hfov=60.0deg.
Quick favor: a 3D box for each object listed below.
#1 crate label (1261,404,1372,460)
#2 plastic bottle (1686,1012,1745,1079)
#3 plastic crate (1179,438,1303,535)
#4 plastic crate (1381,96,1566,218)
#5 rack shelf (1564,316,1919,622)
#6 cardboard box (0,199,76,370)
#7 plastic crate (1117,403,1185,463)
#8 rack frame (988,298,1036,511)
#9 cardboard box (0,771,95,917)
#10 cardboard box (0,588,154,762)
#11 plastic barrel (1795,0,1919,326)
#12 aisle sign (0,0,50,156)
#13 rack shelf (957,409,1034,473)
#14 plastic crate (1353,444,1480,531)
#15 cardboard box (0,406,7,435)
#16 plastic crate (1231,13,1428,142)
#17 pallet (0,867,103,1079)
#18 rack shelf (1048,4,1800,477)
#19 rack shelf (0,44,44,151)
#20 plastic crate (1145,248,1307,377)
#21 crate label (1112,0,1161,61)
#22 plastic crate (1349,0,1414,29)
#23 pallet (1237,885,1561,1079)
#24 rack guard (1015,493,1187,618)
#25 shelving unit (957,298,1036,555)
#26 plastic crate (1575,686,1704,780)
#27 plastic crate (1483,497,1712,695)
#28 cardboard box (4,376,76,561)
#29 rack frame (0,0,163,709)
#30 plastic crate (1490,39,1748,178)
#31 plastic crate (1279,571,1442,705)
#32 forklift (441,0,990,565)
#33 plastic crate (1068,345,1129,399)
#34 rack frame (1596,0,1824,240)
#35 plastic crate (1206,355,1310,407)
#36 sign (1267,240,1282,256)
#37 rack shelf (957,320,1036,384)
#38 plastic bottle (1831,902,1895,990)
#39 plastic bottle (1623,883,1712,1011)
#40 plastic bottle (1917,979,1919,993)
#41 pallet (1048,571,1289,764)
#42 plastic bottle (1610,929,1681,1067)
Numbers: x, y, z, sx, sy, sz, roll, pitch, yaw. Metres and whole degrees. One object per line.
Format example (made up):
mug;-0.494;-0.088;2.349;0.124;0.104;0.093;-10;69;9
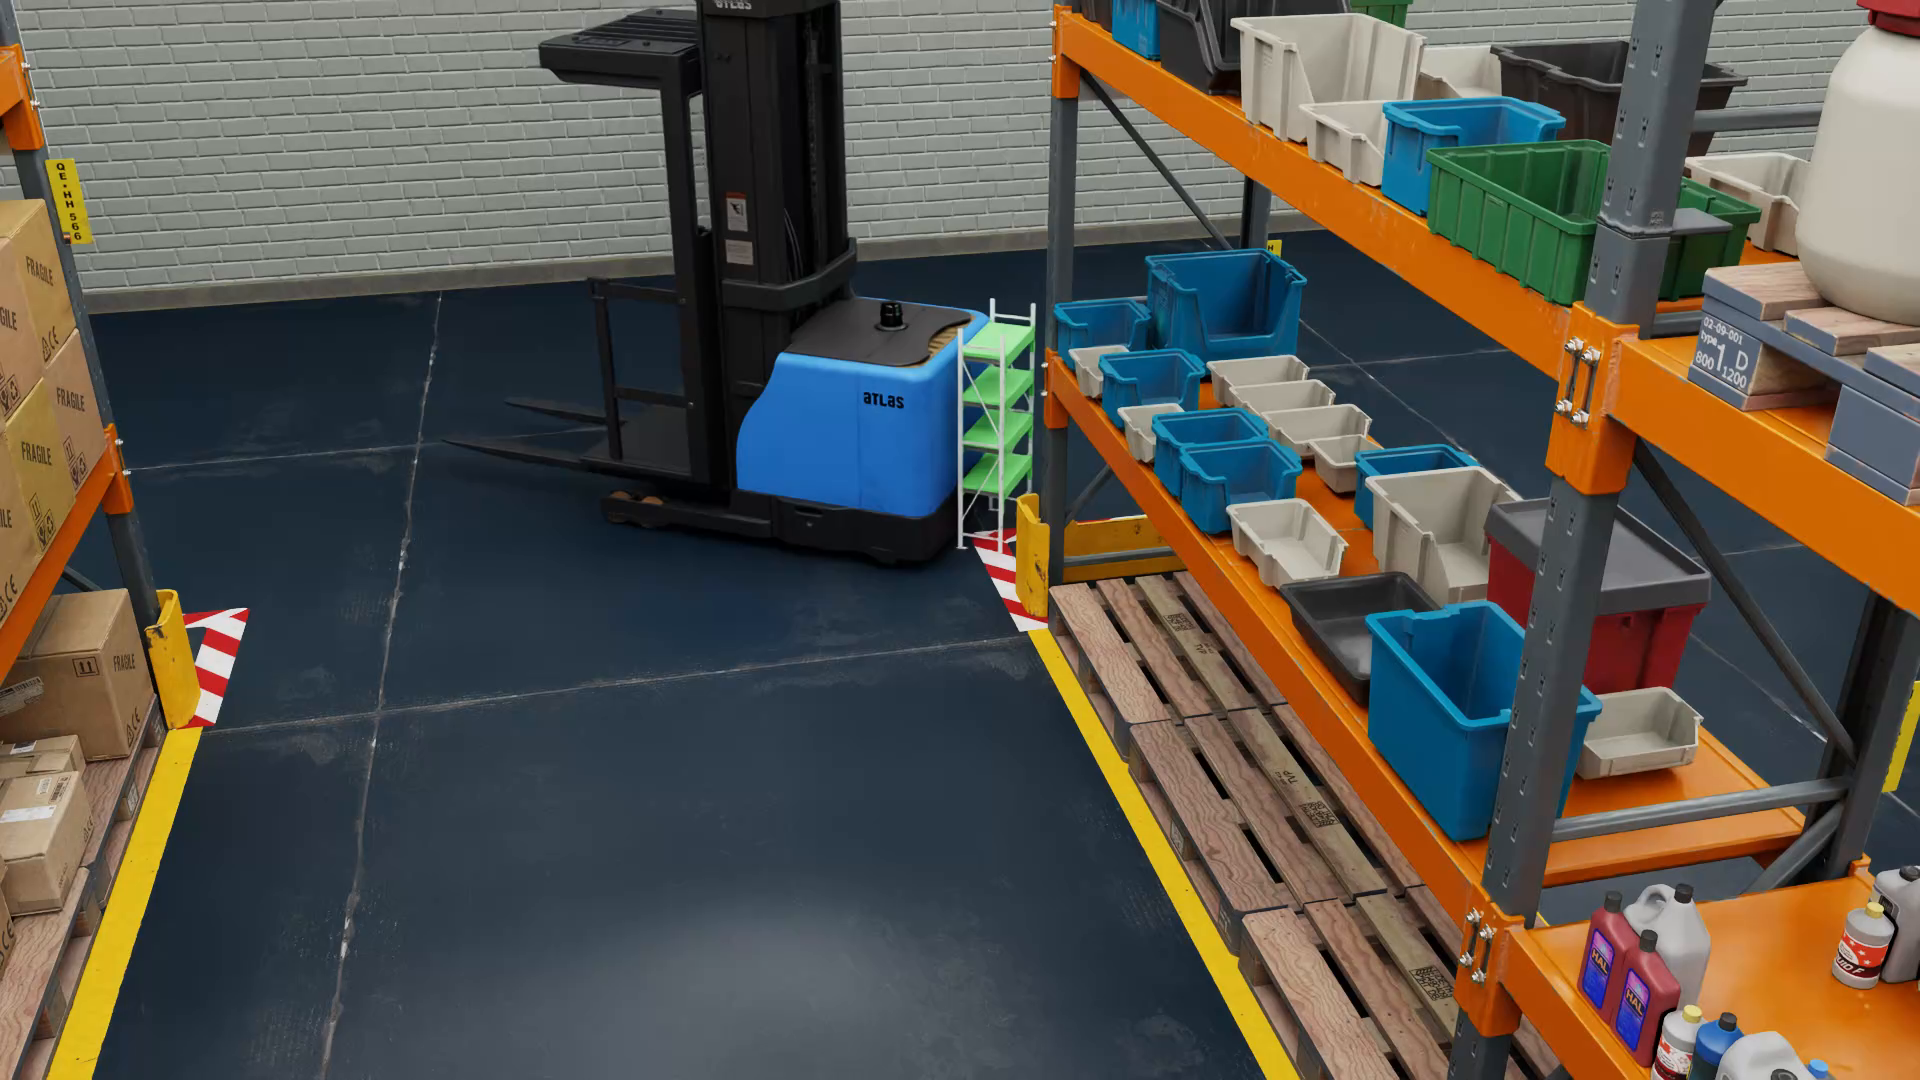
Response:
crate label;1.386;-0.405;6.449;0.396;0.136;0.243;-6;27;-12
plastic bottle;1.552;1.084;3.416;0.097;0.271;0.097;0;27;0
plastic crate;0.987;-0.184;5.906;0.416;0.233;0.300;-6;27;-12
plastic crate;1.273;-0.960;4.179;0.416;0.233;0.300;-6;27;-12
rack shelf;2.240;0.532;1.836;1.077;0.370;4.000;-6;27;-12
cardboard box;-3.571;-0.906;5.996;0.500;0.500;0.500;-6;27;-12
plastic crate;0.767;-0.404;6.448;0.250;0.136;0.298;-6;27;-12
rack frame;0.270;-0.684;8.775;0.240;1.200;0.015;9;28;18
cardboard box;-3.392;1.082;5.840;0.500;0.250;0.500;-6;27;-12
cardboard box;-3.576;0.551;6.616;0.500;0.500;0.500;-6;27;-12
plastic barrel;1.664;-0.659;2.780;0.433;0.535;0.433;0;27;0
aisle sign;-3.656;-1.804;6.111;0.394;0.787;0.004;-6;27;-12
rack shelf;0.188;-0.524;8.598;0.258;0.148;0.480;9;28;18
plastic crate;1.600;-0.160;5.858;0.416;0.233;0.300;-6;27;-12
cardboard box;-3.335;-0.457;5.106;0.500;0.500;0.500;-5;27;-10
plastic crate;1.087;-1.366;4.930;0.437;0.282;0.530;-6;27;-12
pallet;-3.470;1.580;5.385;1.003;0.211;1.213;-6;27;-12
rack shelf;1.339;-1.224;5.315;1.077;0.370;4.000;-6;27;-12
rack shelf;-3.488;-0.723;4.322;1.077;0.370;4.000;-6;27;-12
plastic crate;1.145;-0.998;7.293;0.616;0.435;0.499;-6;27;-12
crate label;0.781;-1.919;6.059;0.408;0.251;0.502;-6;27;-12
plastic crate;1.388;-1.924;6.140;0.450;0.188;0.336;-6;27;-12
pallet;1.586;1.598;5.350;1.003;0.211;1.213;-6;27;-12
rack guard;0.870;0.023;8.150;1.175;0.500;0.348;-6;27;-12
shelving unit;0.188;-0.581;8.570;0.258;1.200;0.503;9;28;18
plastic crate;1.824;0.544;4.569;0.396;0.136;0.243;-6;27;-12
plastic crate;1.832;0.199;4.889;0.402;0.464;0.583;-6;27;-12
cardboard box;-3.452;-0.231;5.767;0.500;0.500;0.500;-6;27;-11
rack frame;-3.939;-0.583;6.575;1.000;3.000;0.127;-6;27;-12
plastic crate;1.776;-1.182;4.579;0.497;0.269;0.590;-6;27;-12
plastic crate;1.275;0.304;5.057;0.437;0.125;0.590;-6;27;-12
forklift;-1.395;-1.581;8.630;3.031;2.935;1.130;9;28;18
plastic crate;0.614;-0.702;7.038;0.250;0.136;0.298;-6;27;-12
rack frame;1.789;-2.006;2.738;1.000;3.000;0.127;-6;27;-12
plastic crate;1.248;-0.653;6.942;0.396;0.136;0.243;-6;27;-12
sign;1.420;-1.220;7.657;0.100;0.325;0.005;-6;27;-12
rack shelf;0.188;-0.953;8.382;0.258;0.148;0.480;9;28;18
plastic bottle;2.076;0.922;3.815;0.097;0.201;0.097;0;27;0
plastic bottle;1.562;0.899;3.694;0.144;0.351;0.185;-6;27;-12
plastic bottle;2.246;0.949;3.761;0.097;0.201;0.097;0;27;0
pallet;1.036;0.527;7.472;1.003;0.211;1.213;-6;27;-12
plastic bottle;1.486;0.987;3.595;0.061;0.283;0.133;-6;27;-12
